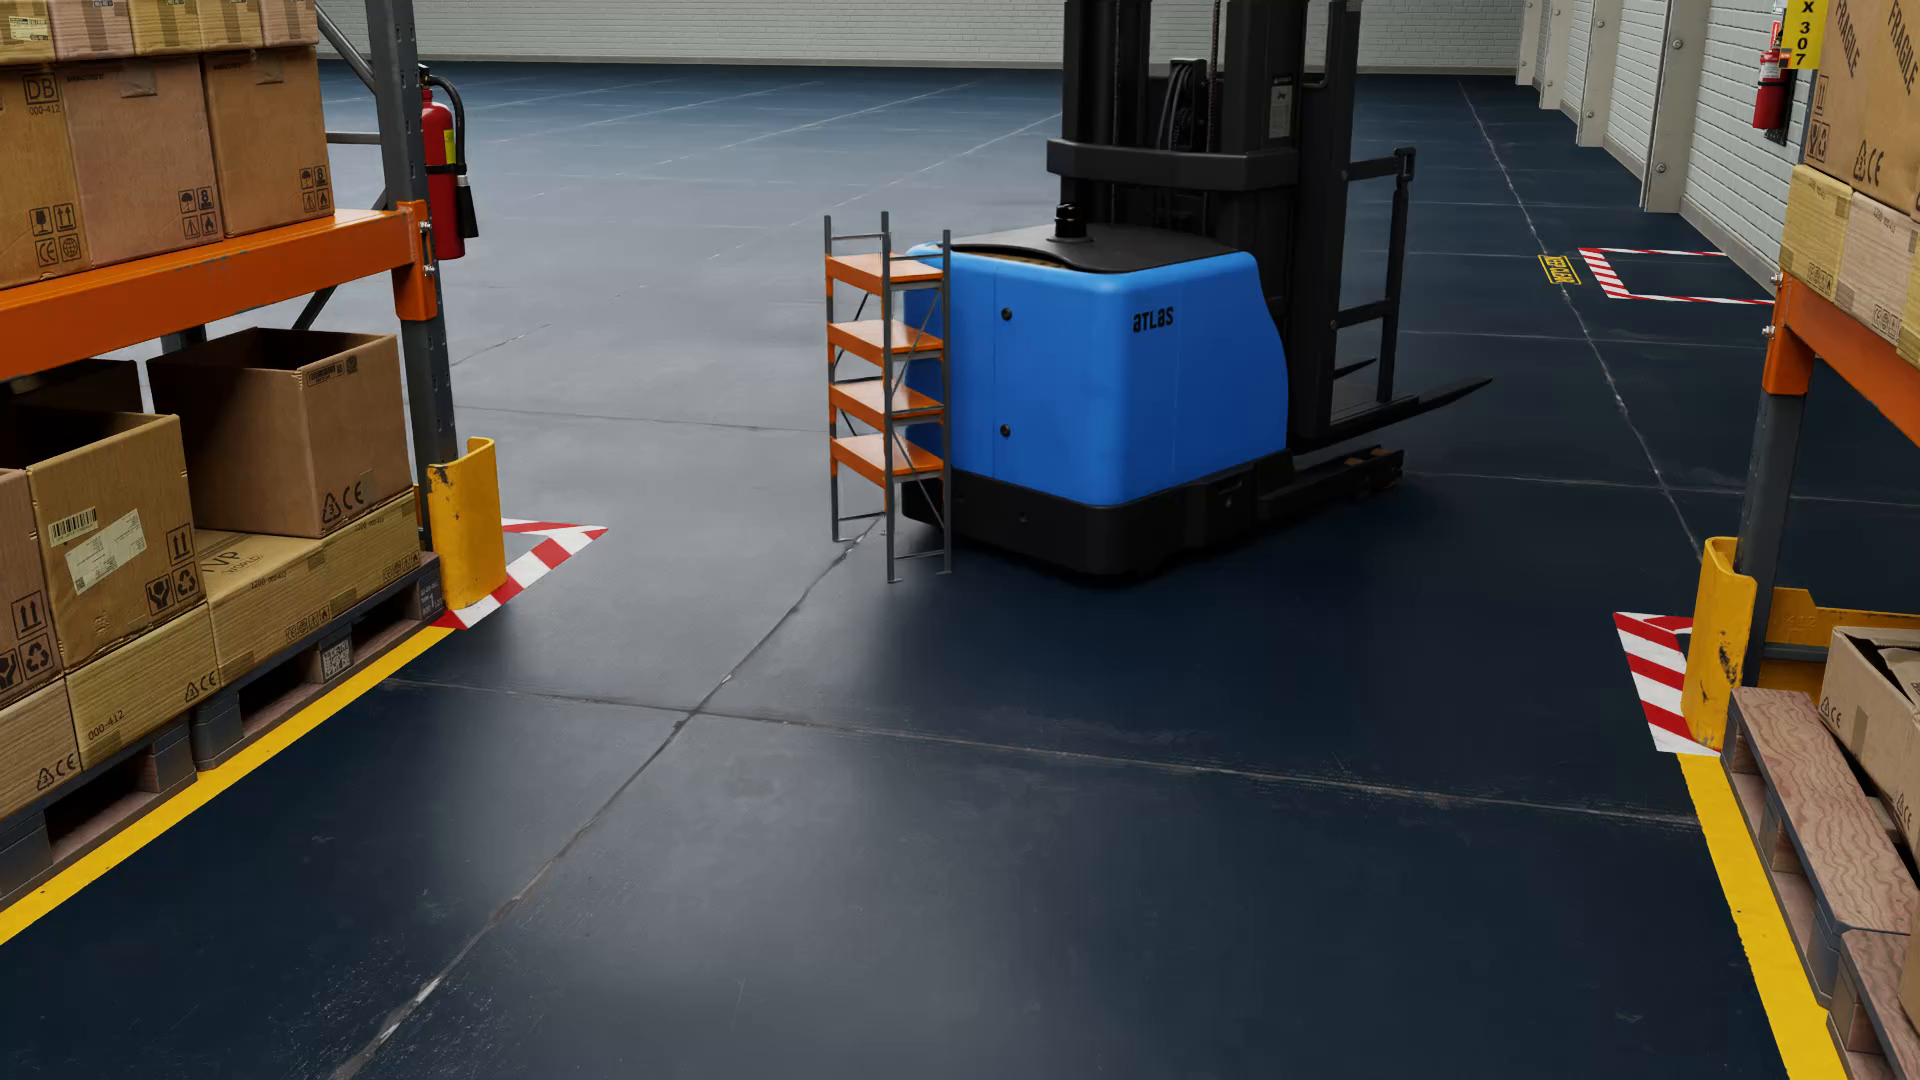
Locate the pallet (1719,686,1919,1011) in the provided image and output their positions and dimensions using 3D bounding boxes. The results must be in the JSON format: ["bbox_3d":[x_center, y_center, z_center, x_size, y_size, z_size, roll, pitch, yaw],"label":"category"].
[{"bbox_3d":[2.381,0.711,3.779,1.003,0.211,1.213,5,19,13],"label":"pallet"}]

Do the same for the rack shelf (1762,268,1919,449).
[{"bbox_3d":[2.144,0.083,2.416,1.077,0.370,4.000,5,19,13],"label":"rack shelf"}]

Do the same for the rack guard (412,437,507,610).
[{"bbox_3d":[-2.166,-0.099,5.703,1.175,0.500,0.348,5,19,13],"label":"rack guard"}]

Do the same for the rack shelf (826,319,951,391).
[{"bbox_3d":[-0.253,-0.654,5.762,0.258,0.148,0.480,-9,21,-25],"label":"rack shelf"}]

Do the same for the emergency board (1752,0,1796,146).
[{"bbox_3d":[5.407,-3.248,11.057,0.194,1.169,0.643,5,19,13],"label":"emergency board"}]

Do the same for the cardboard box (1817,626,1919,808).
[{"bbox_3d":[2.376,0.390,3.884,0.500,0.311,0.500,2,19,7],"label":"cardboard box"}]

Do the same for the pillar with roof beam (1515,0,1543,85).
[{"bbox_3d":[6.456,-13.178,30.848,9.100,9.000,0.400,5,19,13],"label":"pillar with roof beam"}]

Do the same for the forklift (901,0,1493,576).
[{"bbox_3d":[1.171,-1.654,6.495,1.130,2.935,3.031,18,26,42],"label":"forklift"}]

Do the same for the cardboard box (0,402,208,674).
[{"bbox_3d":[-2.244,-0.020,4.050,0.500,0.500,0.500,5,19,13],"label":"cardboard box"}]

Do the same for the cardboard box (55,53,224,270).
[{"bbox_3d":[-2.422,-1.011,4.352,0.700,0.500,0.500,5,20,15],"label":"cardboard box"}]

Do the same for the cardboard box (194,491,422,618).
[{"bbox_3d":[-2.016,0.020,5.093,0.500,0.250,0.500,5,19,13],"label":"cardboard box"}]

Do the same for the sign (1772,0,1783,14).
[{"bbox_3d":[5.632,-3.681,11.447,0.001,0.109,0.331,5,19,13],"label":"sign"}]

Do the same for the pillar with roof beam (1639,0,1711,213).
[{"bbox_3d":[2.058,-7.536,14.330,9.100,9.000,0.400,5,19,13],"label":"pillar with roof beam"}]

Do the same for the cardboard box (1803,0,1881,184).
[{"bbox_3d":[2.225,-1.051,3.666,0.500,0.500,0.500,5,19,13],"label":"cardboard box"}]

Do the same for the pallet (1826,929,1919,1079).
[{"bbox_3d":[2.081,1.092,2.663,1.003,0.211,1.213,5,19,13],"label":"pallet"}]

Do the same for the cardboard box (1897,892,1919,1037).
[{"bbox_3d":[2.009,0.705,2.669,0.700,0.500,0.500,3,19,10],"label":"cardboard box"}]

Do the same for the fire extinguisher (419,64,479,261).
[{"bbox_3d":[-1.693,-1.238,5.291,0.296,0.674,0.183,5,19,13],"label":"fire extinguisher"}]

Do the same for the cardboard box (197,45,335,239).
[{"bbox_3d":[-2.298,-1.176,4.835,0.700,0.500,0.500,5,19,13],"label":"cardboard box"}]

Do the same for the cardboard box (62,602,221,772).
[{"bbox_3d":[-2.247,0.334,4.172,0.500,0.250,0.500,5,19,13],"label":"cardboard box"}]

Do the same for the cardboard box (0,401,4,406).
[{"bbox_3d":[-2.749,-0.061,4.171,0.500,0.500,0.500,5,19,13],"label":"cardboard box"}]

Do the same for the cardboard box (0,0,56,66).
[{"bbox_3d":[-2.333,-1.170,3.815,0.380,0.149,0.250,5,20,15],"label":"cardboard box"}]

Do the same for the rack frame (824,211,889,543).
[{"bbox_3d":[-0.364,-0.576,6.019,0.240,1.200,0.015,-9,21,-25],"label":"rack frame"}]

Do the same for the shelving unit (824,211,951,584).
[{"bbox_3d":[-0.253,-0.506,5.813,0.258,1.200,0.503,-9,21,-25],"label":"shelving unit"}]

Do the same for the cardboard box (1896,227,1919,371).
[{"bbox_3d":[1.962,-0.372,2.836,0.500,0.250,0.500,4,19,13],"label":"cardboard box"}]

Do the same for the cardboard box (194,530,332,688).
[{"bbox_3d":[-2.127,0.177,4.632,0.500,0.250,0.500,5,19,13],"label":"cardboard box"}]

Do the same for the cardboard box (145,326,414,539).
[{"bbox_3d":[-2.014,-0.335,4.971,0.500,0.500,0.500,5,19,13],"label":"cardboard box"}]

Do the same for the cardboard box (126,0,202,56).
[{"bbox_3d":[-2.205,-1.331,4.286,0.380,0.149,0.250,4,19,13],"label":"cardboard box"}]

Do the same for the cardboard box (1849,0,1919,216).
[{"bbox_3d":[2.094,-0.897,3.215,0.500,0.500,0.500,5,19,14],"label":"cardboard box"}]

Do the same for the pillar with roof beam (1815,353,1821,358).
[{"bbox_3d":[0.592,-5.656,8.824,9.100,9.000,0.400,5,19,13],"label":"pillar with roof beam"}]

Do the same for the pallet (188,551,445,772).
[{"bbox_3d":[-2.318,0.288,5.016,1.003,0.211,1.213,5,19,13],"label":"pallet"}]

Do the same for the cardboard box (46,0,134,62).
[{"bbox_3d":[-2.269,-1.253,4.056,0.380,0.149,0.250,5,19,14],"label":"cardboard box"}]

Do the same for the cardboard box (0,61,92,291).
[{"bbox_3d":[-2.549,-0.856,3.898,0.700,0.500,0.500,5,19,14],"label":"cardboard box"}]

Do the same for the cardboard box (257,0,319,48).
[{"bbox_3d":[-2.080,-1.494,4.761,0.380,0.149,0.250,4,19,12],"label":"cardboard box"}]

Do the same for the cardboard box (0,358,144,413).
[{"bbox_3d":[-2.639,-0.219,4.632,0.500,0.500,0.500,5,19,13],"label":"cardboard box"}]

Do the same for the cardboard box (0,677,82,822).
[{"bbox_3d":[-2.371,0.491,3.714,0.500,0.250,0.500,5,19,13],"label":"cardboard box"}]

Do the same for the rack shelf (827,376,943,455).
[{"bbox_3d":[-0.253,-0.442,5.835,0.258,0.148,0.480,-9,21,-25],"label":"rack shelf"}]

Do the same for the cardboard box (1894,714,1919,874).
[{"bbox_3d":[2.237,0.569,3.361,0.500,0.311,0.500,6,20,18],"label":"cardboard box"}]

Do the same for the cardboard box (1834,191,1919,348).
[{"bbox_3d":[2.092,-0.531,3.302,0.500,0.250,0.500,4,19,12],"label":"cardboard box"}]

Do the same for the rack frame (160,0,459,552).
[{"bbox_3d":[-2.172,-1.274,5.277,1.000,3.000,0.127,5,19,13],"label":"rack frame"}]

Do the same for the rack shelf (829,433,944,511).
[{"bbox_3d":[-0.253,-0.254,5.899,0.258,0.148,0.480,-9,21,-25],"label":"rack shelf"}]

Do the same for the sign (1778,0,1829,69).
[{"bbox_3d":[2.106,-1.336,4.120,0.100,0.325,0.005,5,19,13],"label":"sign"}]

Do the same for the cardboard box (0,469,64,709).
[{"bbox_3d":[-2.368,0.136,3.592,0.500,0.500,0.500,5,19,13],"label":"cardboard box"}]

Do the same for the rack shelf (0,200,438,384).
[{"bbox_3d":[-2.661,-0.307,3.558,1.077,0.370,4.000,5,19,13],"label":"rack shelf"}]

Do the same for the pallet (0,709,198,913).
[{"bbox_3d":[-2.618,0.670,3.900,1.003,0.211,1.213,5,19,13],"label":"pallet"}]

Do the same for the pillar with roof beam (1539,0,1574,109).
[{"bbox_3d":[4.990,-11.298,25.342,9.100,9.000,0.400,5,19,13],"label":"pillar with roof beam"}]

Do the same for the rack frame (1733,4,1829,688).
[{"bbox_3d":[2.633,-0.884,4.135,1.000,3.000,0.127,5,19,13],"label":"rack frame"}]

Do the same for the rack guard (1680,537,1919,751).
[{"bbox_3d":[2.614,0.323,4.469,1.175,0.500,0.348,5,19,13],"label":"rack guard"}]

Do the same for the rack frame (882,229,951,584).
[{"bbox_3d":[-0.142,-0.436,5.607,0.240,1.200,0.015,-9,21,-25],"label":"rack frame"}]

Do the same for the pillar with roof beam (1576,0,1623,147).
[{"bbox_3d":[3.524,-9.417,19.836,9.100,9.000,0.400,5,19,13],"label":"pillar with roof beam"}]

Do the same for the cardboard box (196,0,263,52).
[{"bbox_3d":[-2.143,-1.411,4.521,0.380,0.149,0.250,5,20,15],"label":"cardboard box"}]

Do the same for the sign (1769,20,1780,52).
[{"bbox_3d":[5.642,-3.430,11.535,0.001,0.329,0.234,5,19,13],"label":"sign"}]

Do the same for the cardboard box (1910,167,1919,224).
[{"bbox_3d":[1.962,-0.736,2.742,0.500,0.500,0.500,4,19,12],"label":"cardboard box"}]

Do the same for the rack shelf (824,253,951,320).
[{"bbox_3d":[-0.253,-0.878,5.686,0.258,0.148,0.480,-9,21,-25],"label":"rack shelf"}]

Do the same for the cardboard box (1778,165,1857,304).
[{"bbox_3d":[2.206,-0.695,3.782,0.500,0.250,0.500,4,19,12],"label":"cardboard box"}]
